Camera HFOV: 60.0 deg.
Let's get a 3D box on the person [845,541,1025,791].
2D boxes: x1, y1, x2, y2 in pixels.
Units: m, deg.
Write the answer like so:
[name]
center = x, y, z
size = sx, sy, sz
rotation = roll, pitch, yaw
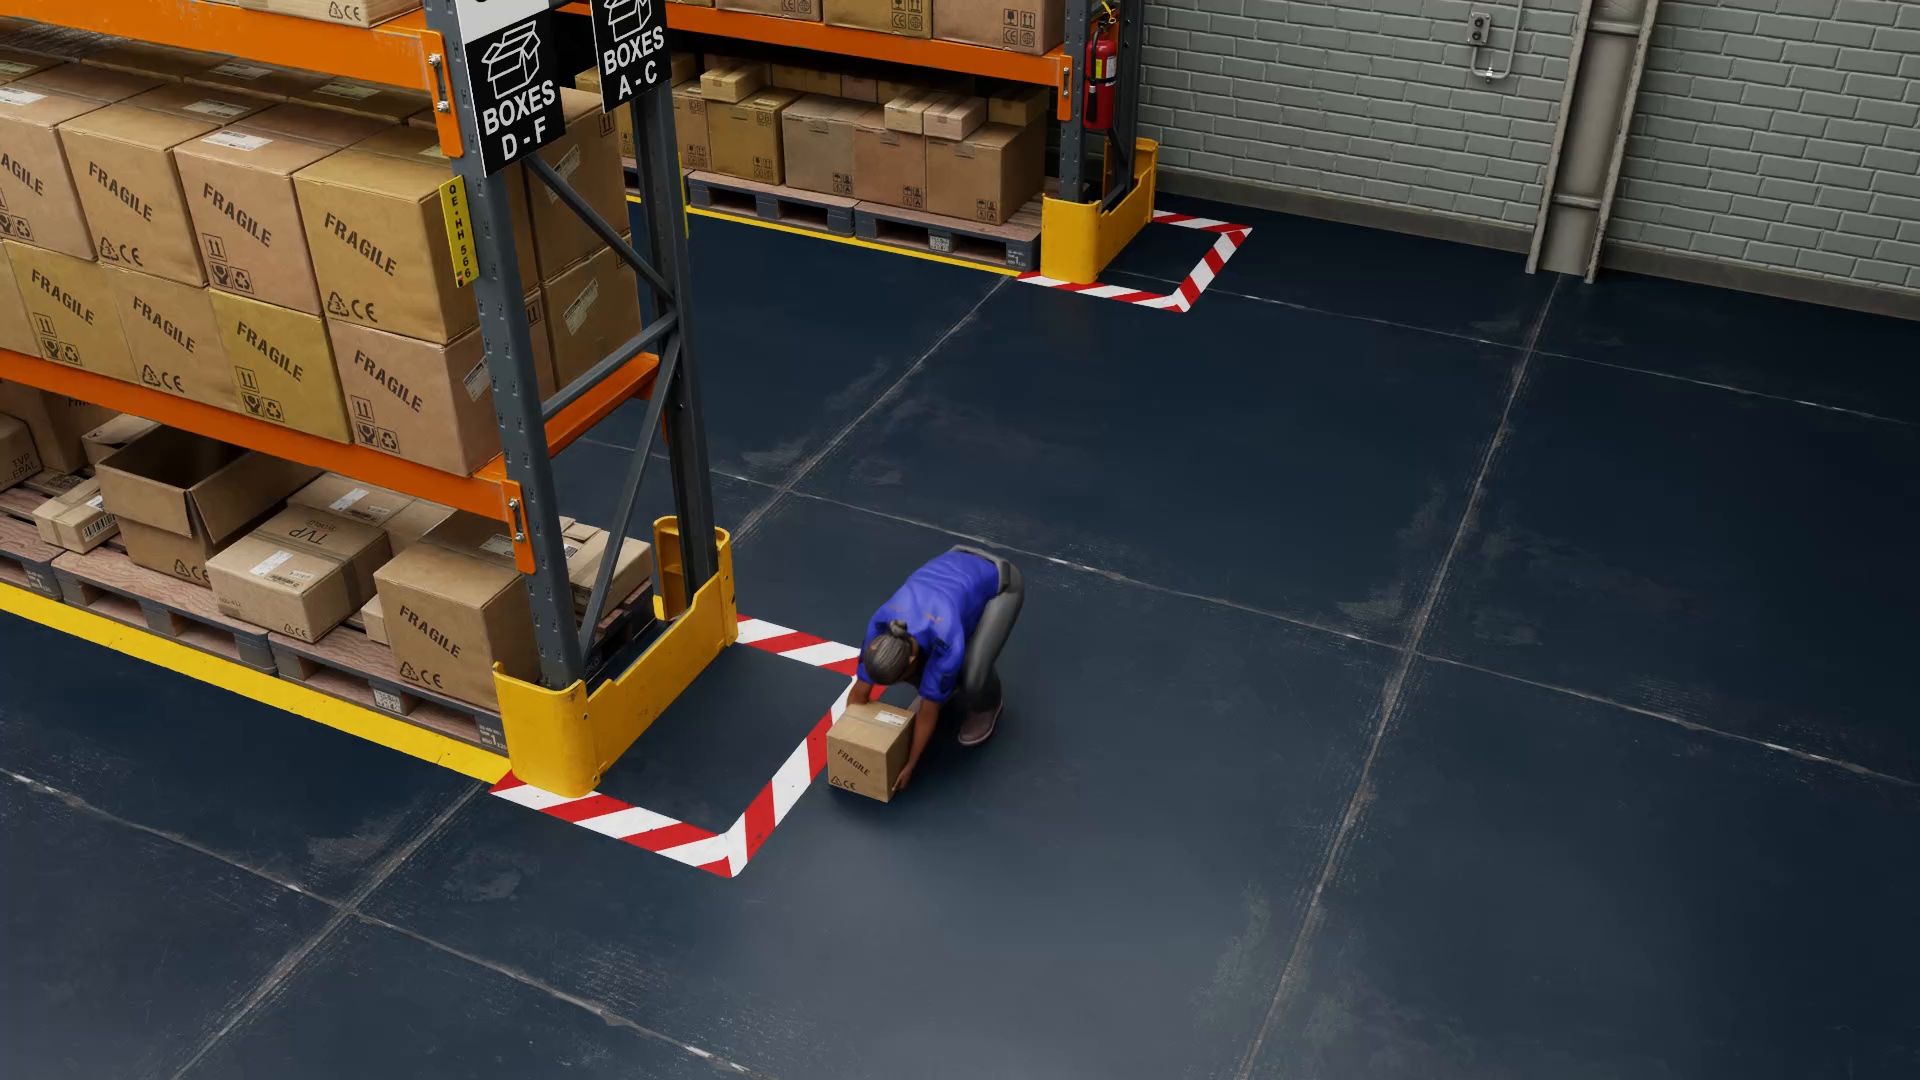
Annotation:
[person]
center = -0.090, 0.450, 6.320
size = 0.498, 0.752, 0.876
rotation = 17, 37, 24
